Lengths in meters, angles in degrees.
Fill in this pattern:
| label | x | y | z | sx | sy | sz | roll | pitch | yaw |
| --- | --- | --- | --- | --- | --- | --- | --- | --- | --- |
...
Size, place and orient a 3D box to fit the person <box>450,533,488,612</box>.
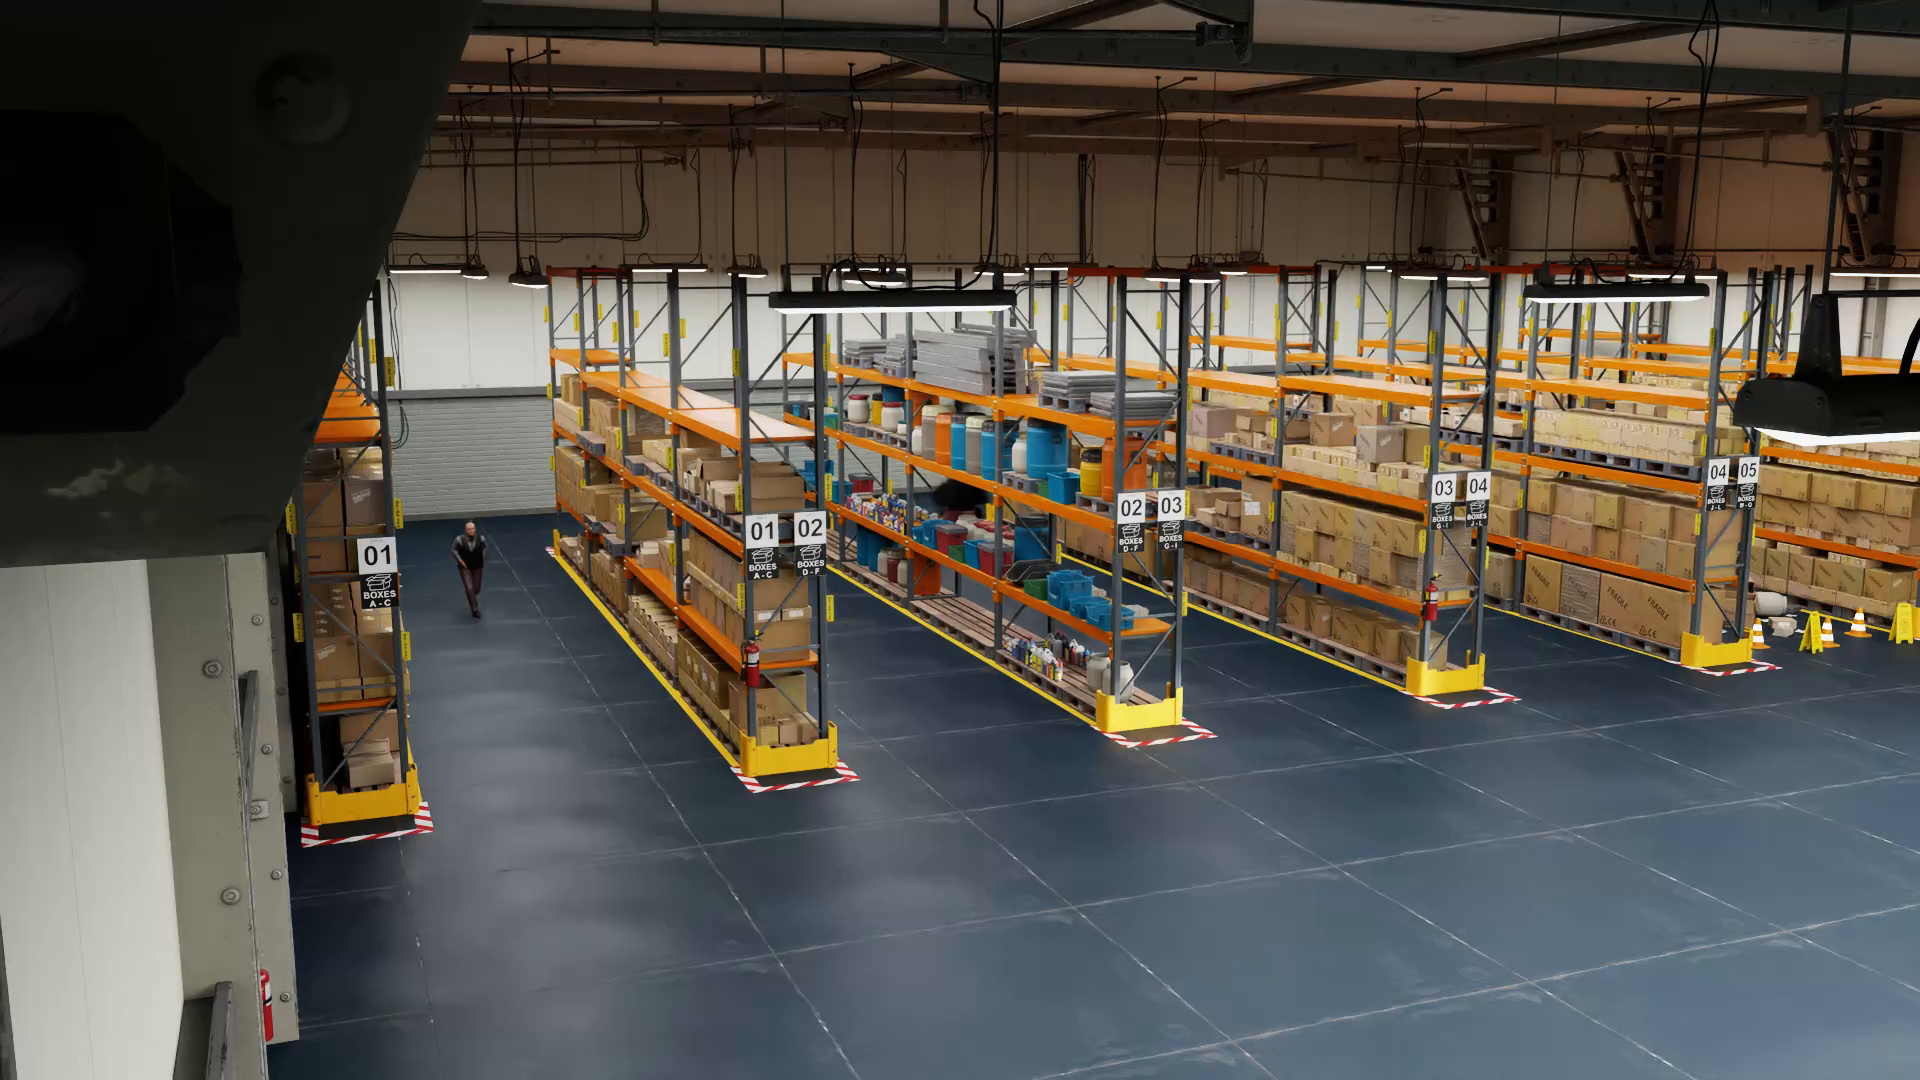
| label | x | y | z | sx | sy | sz | roll | pitch | yaw |
| --- | --- | --- | --- | --- | --- | --- | --- | --- | --- |
| person | -8.589 | 0.535 | 29.149 | 0.649 | 1.438 | 0.663 | -4 | 11 | -22 |
